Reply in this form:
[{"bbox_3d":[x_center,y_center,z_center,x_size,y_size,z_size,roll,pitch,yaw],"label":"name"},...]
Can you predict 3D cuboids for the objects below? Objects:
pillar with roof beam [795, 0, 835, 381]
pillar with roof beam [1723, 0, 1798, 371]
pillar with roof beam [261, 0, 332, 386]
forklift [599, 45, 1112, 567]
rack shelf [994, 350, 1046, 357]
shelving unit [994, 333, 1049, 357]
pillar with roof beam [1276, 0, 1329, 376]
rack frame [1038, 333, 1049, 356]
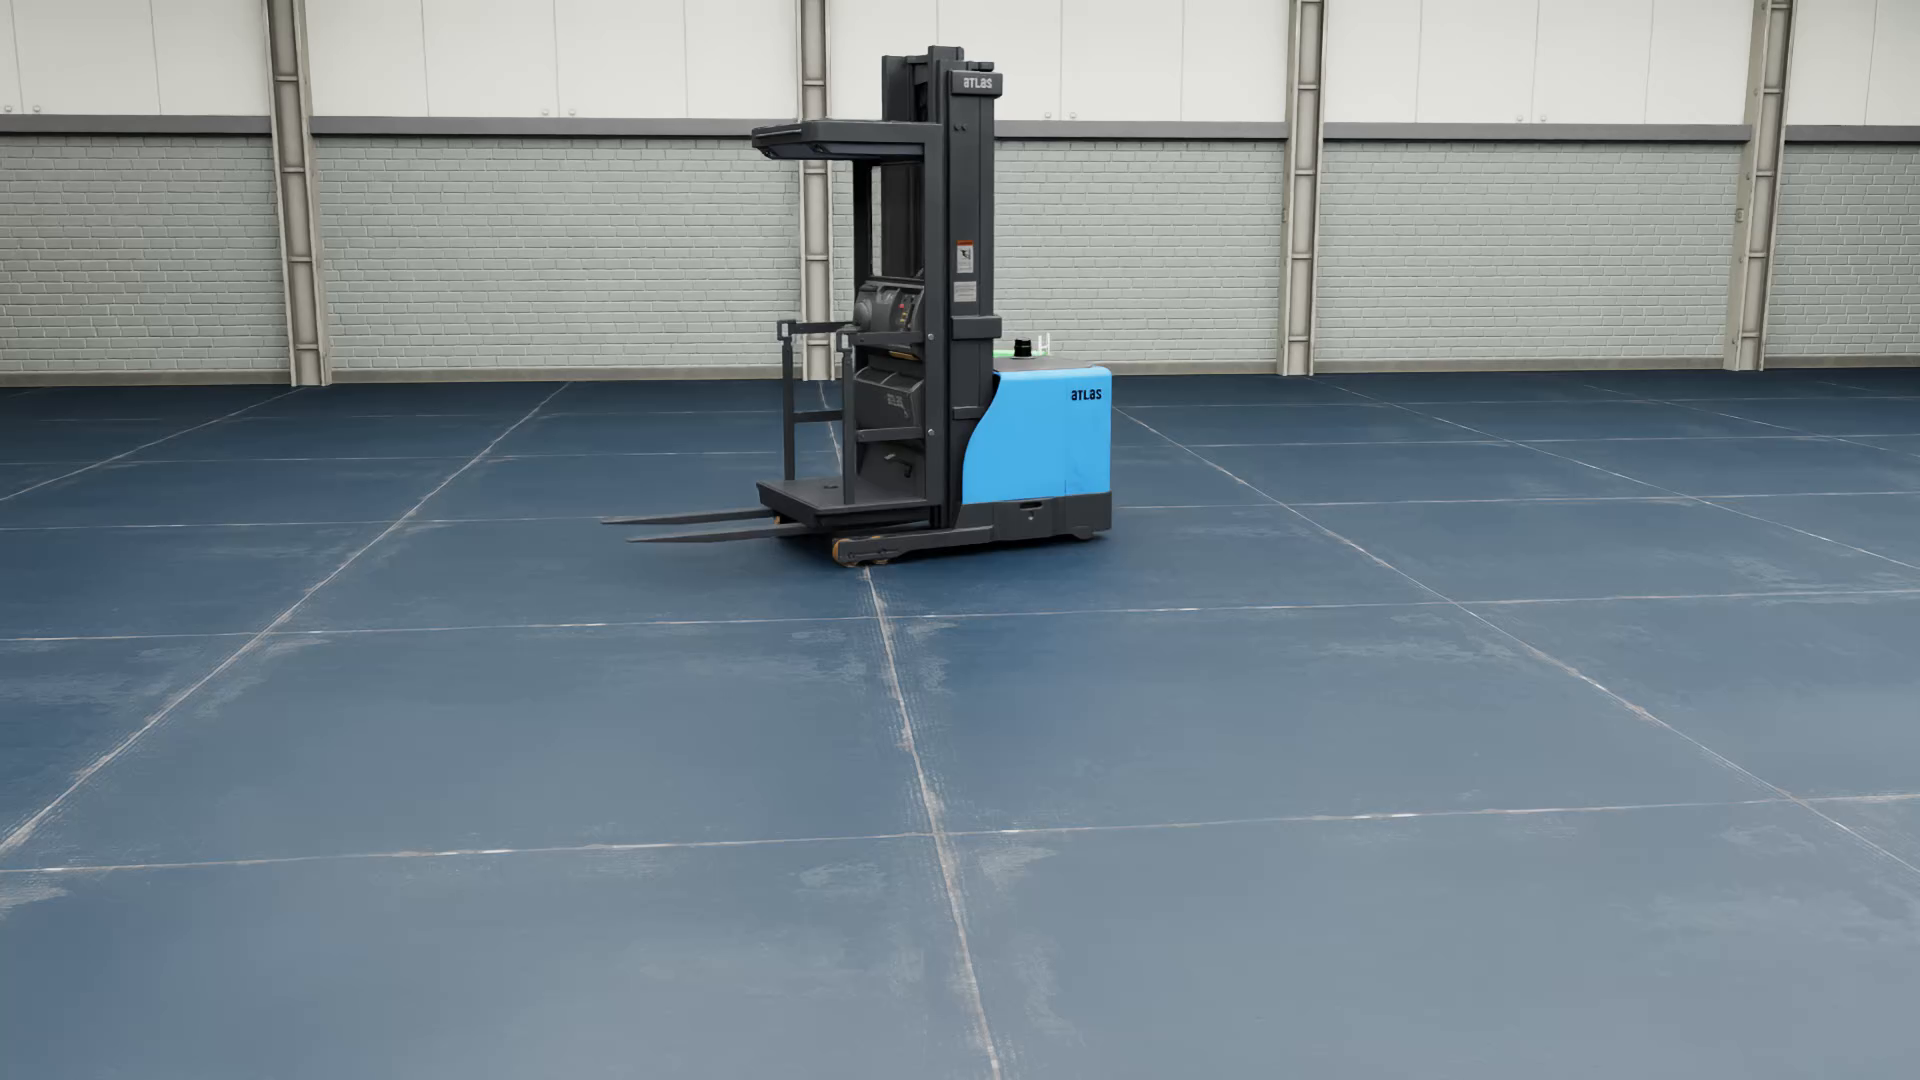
[{"bbox_3d":[-1.269,-5.561,15.329,0.400,9.000,9.100,-1,11,-6],"label":"pillar with roof beam"},{"bbox_3d":[10.661,-5.811,16.601,0.400,9.000,9.100,-1,11,-6],"label":"pillar with roof beam"},{"bbox_3d":[-7.234,-5.436,14.693,0.400,9.000,9.100,-1,11,-6],"label":"pillar with roof beam"},{"bbox_3d":[-0.612,-1.397,9.876,3.031,2.935,1.130,-5,12,-25],"label":"forklift"},{"bbox_3d":[0.331,-1.210,11.256,0.480,0.148,0.258,3,12,17],"label":"rack shelf"},{"bbox_3d":[0.331,-0.802,11.336,0.503,1.200,0.258,3,12,17],"label":"shelving unit"},{"bbox_3d":[4.696,-5.686,15.965,0.400,9.000,9.100,-1,11,-6],"label":"pillar with roof beam"},{"bbox_3d":[0.564,-0.788,11.265,0.015,1.200,0.240,3,12,17],"label":"rack frame"}]
